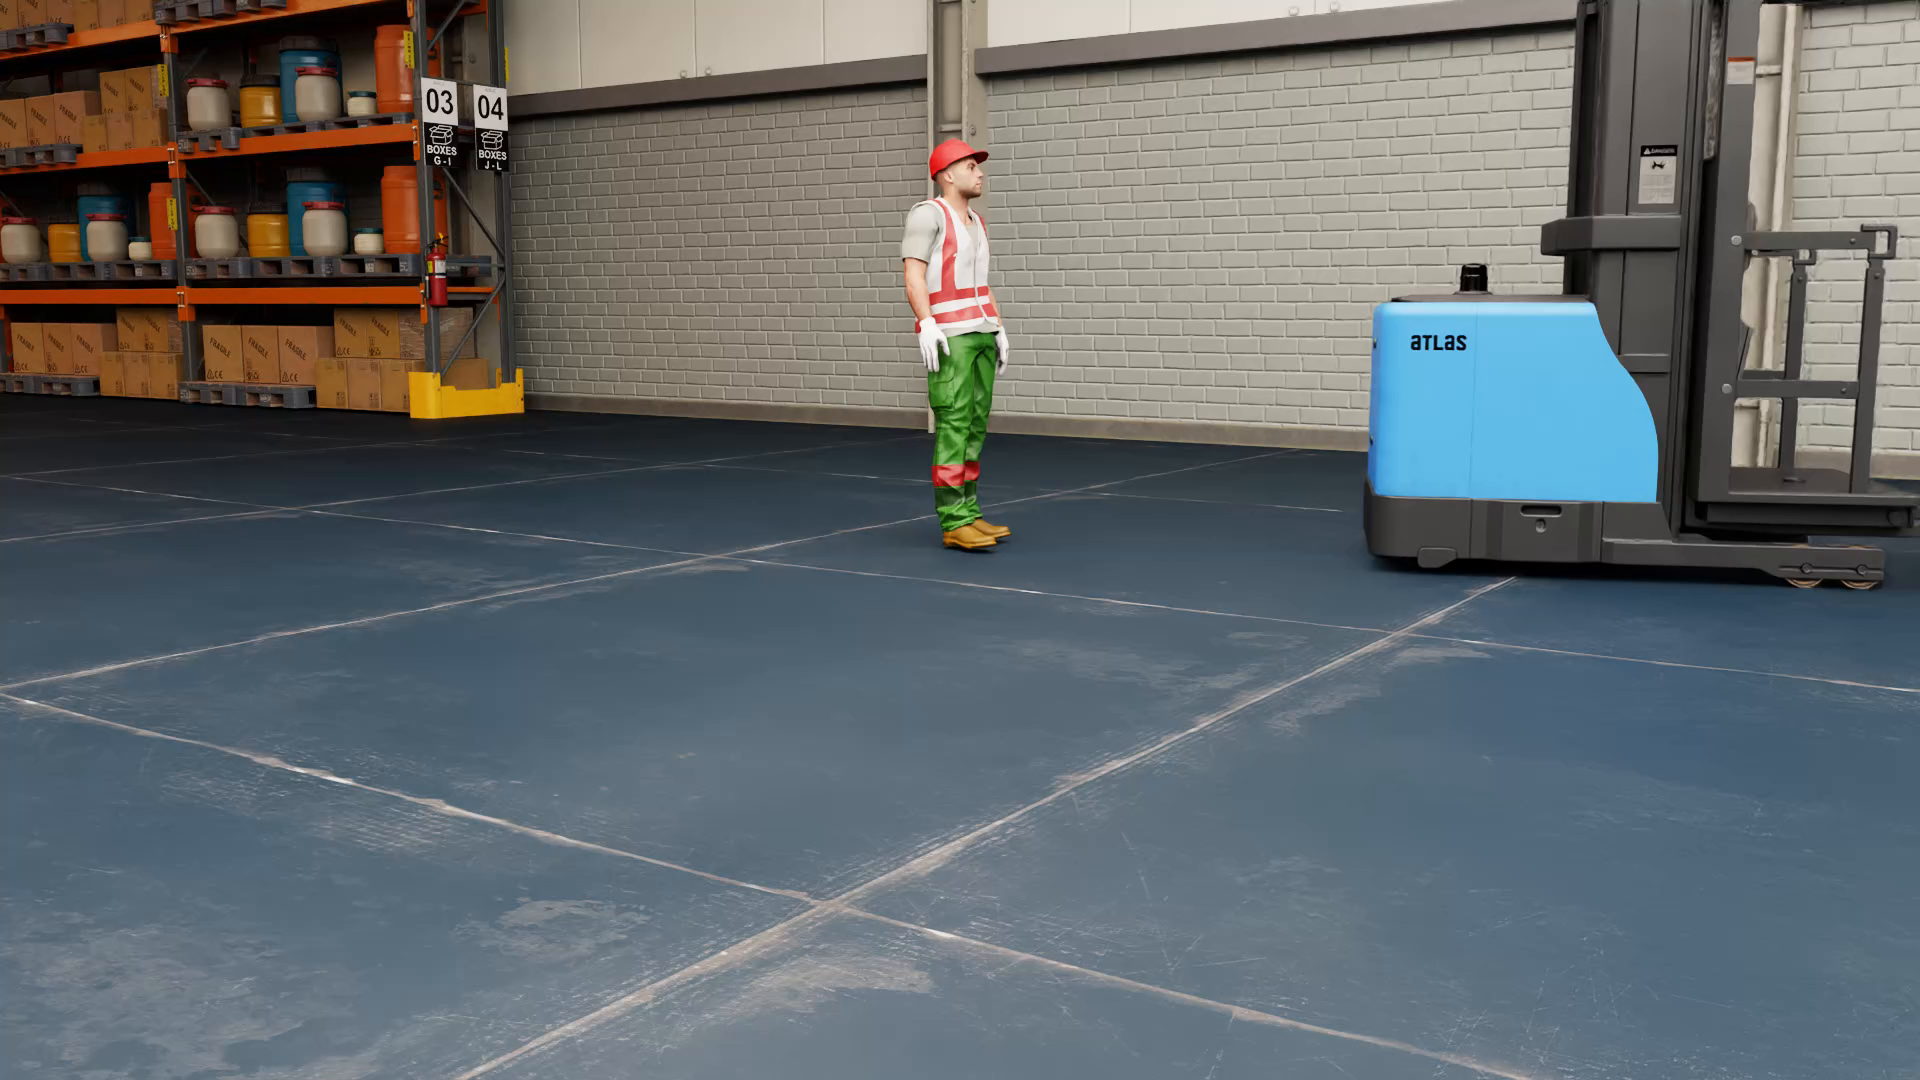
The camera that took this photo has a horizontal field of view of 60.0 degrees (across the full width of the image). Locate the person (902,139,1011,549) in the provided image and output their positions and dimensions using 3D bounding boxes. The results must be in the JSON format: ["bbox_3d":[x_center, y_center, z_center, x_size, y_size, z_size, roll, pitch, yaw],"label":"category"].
[{"bbox_3d":[0.061,-0.885,7.423,0.562,1.789,0.638,5,10,34],"label":"person"}]

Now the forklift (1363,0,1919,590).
[{"bbox_3d":[3.231,-1.345,6.652,3.031,2.935,1.130,2,8,12],"label":"forklift"}]
